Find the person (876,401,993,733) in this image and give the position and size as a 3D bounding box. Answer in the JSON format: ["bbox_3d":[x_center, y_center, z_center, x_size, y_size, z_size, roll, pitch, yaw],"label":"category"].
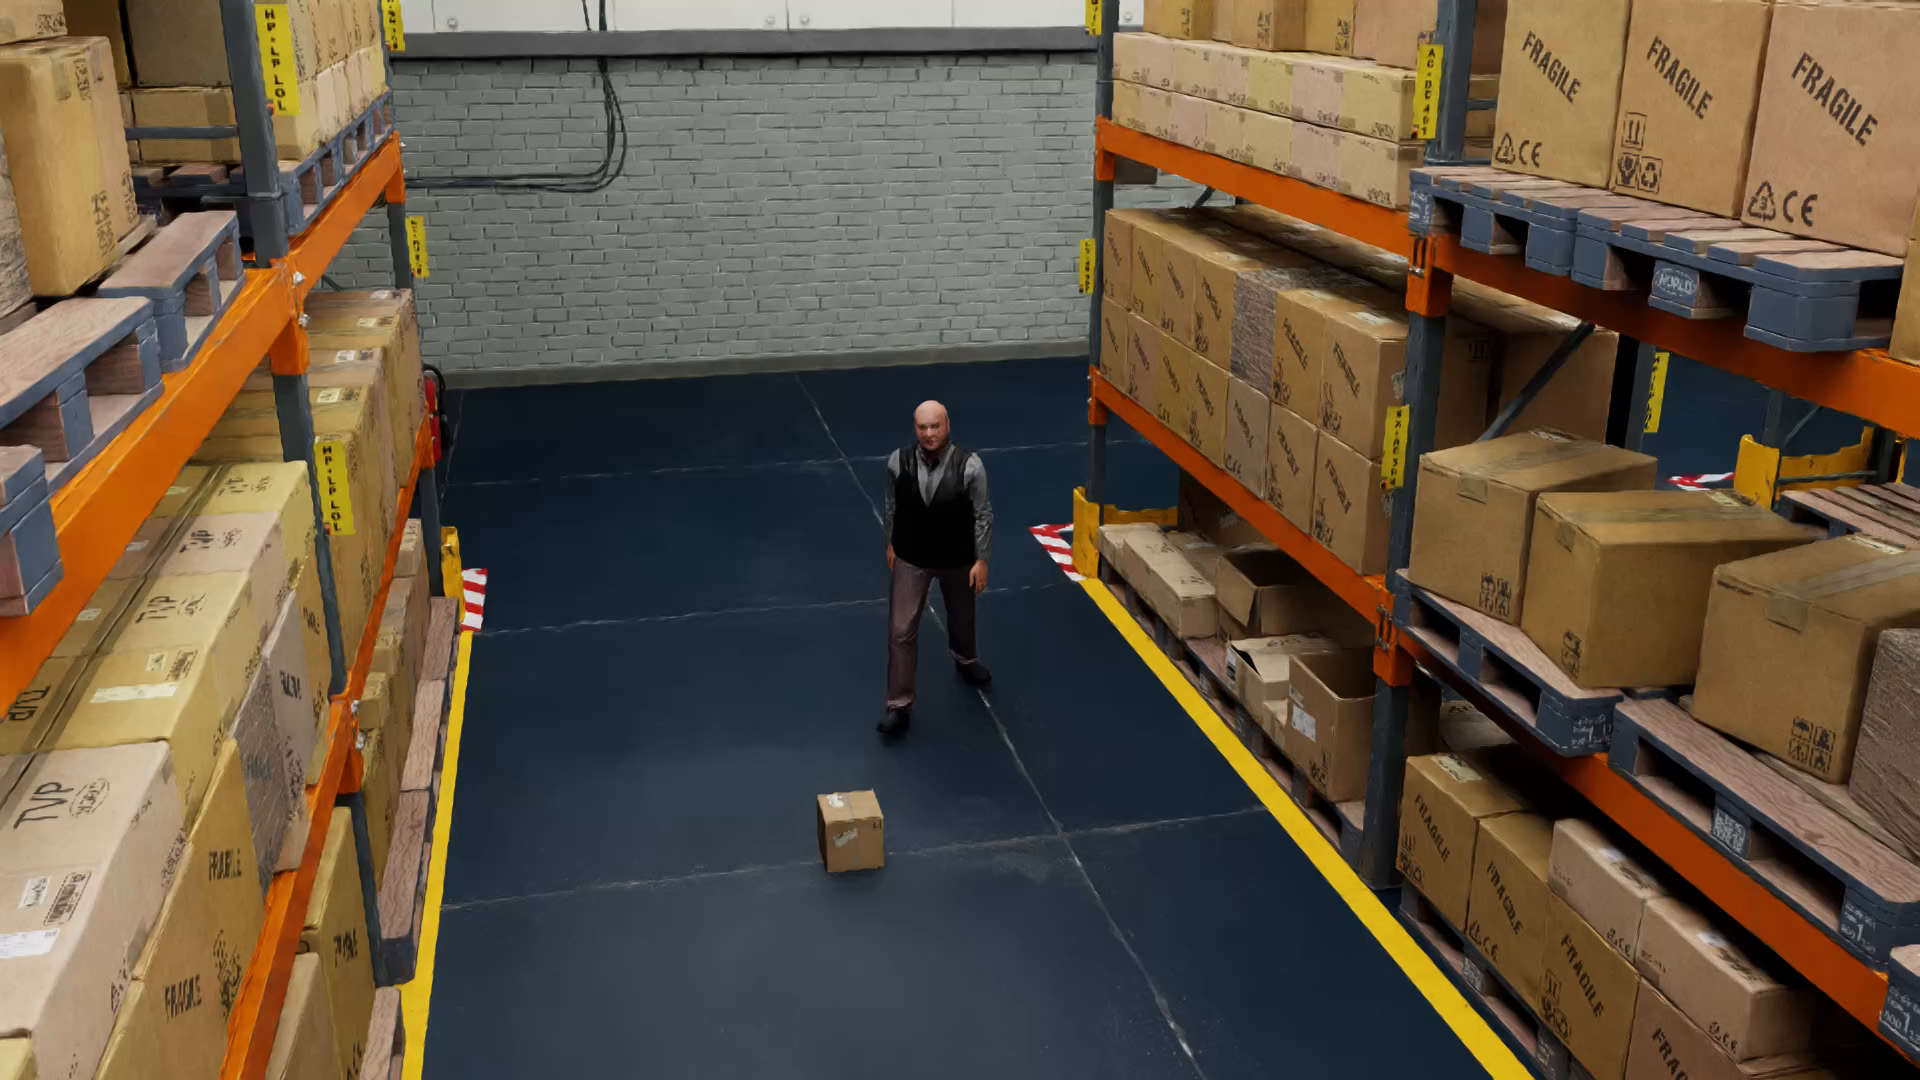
[{"bbox_3d":[-0.118,0.093,8.417,0.578,1.679,0.965,3,20,7],"label":"person"}]
